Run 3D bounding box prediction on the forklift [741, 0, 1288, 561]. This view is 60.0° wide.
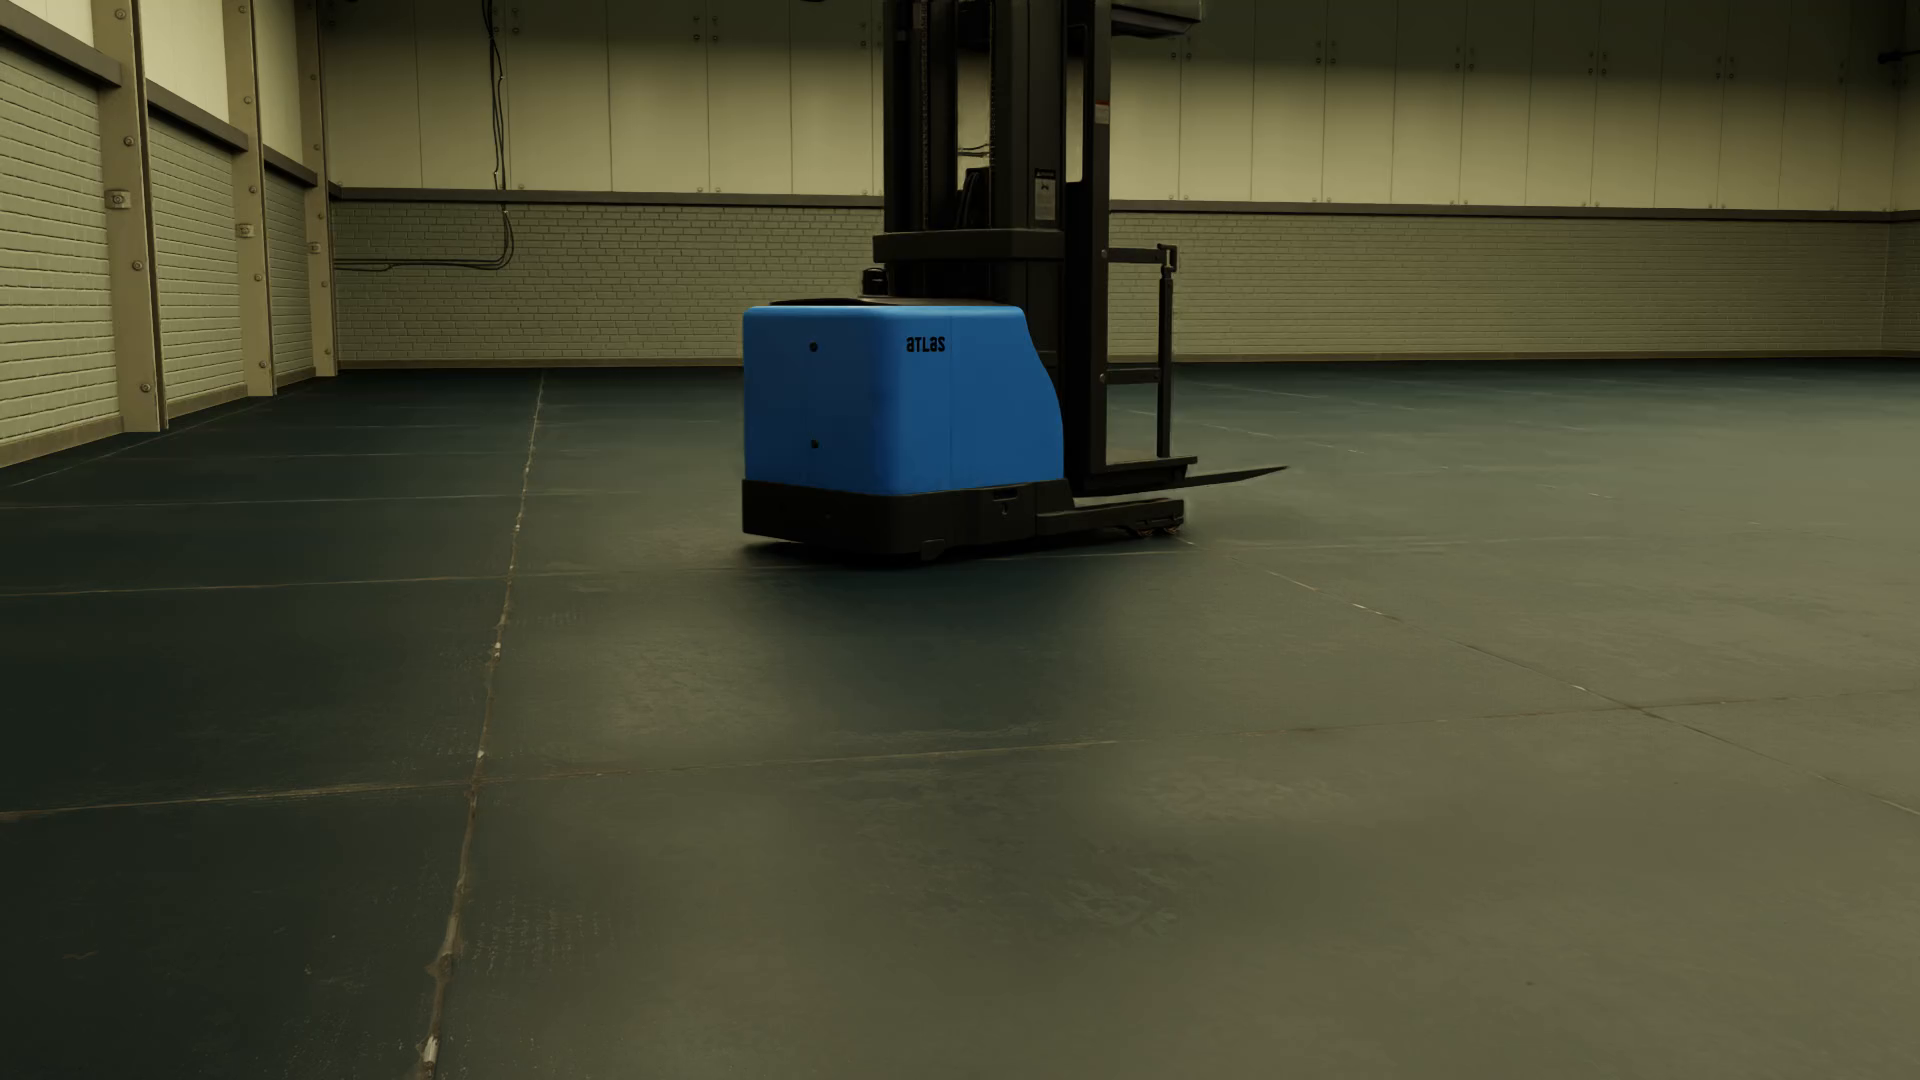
[{"bbox_3d":[0.435,-1.512,7.939,3.031,2.935,1.130,-8,11,-43],"label":"forklift"}]
